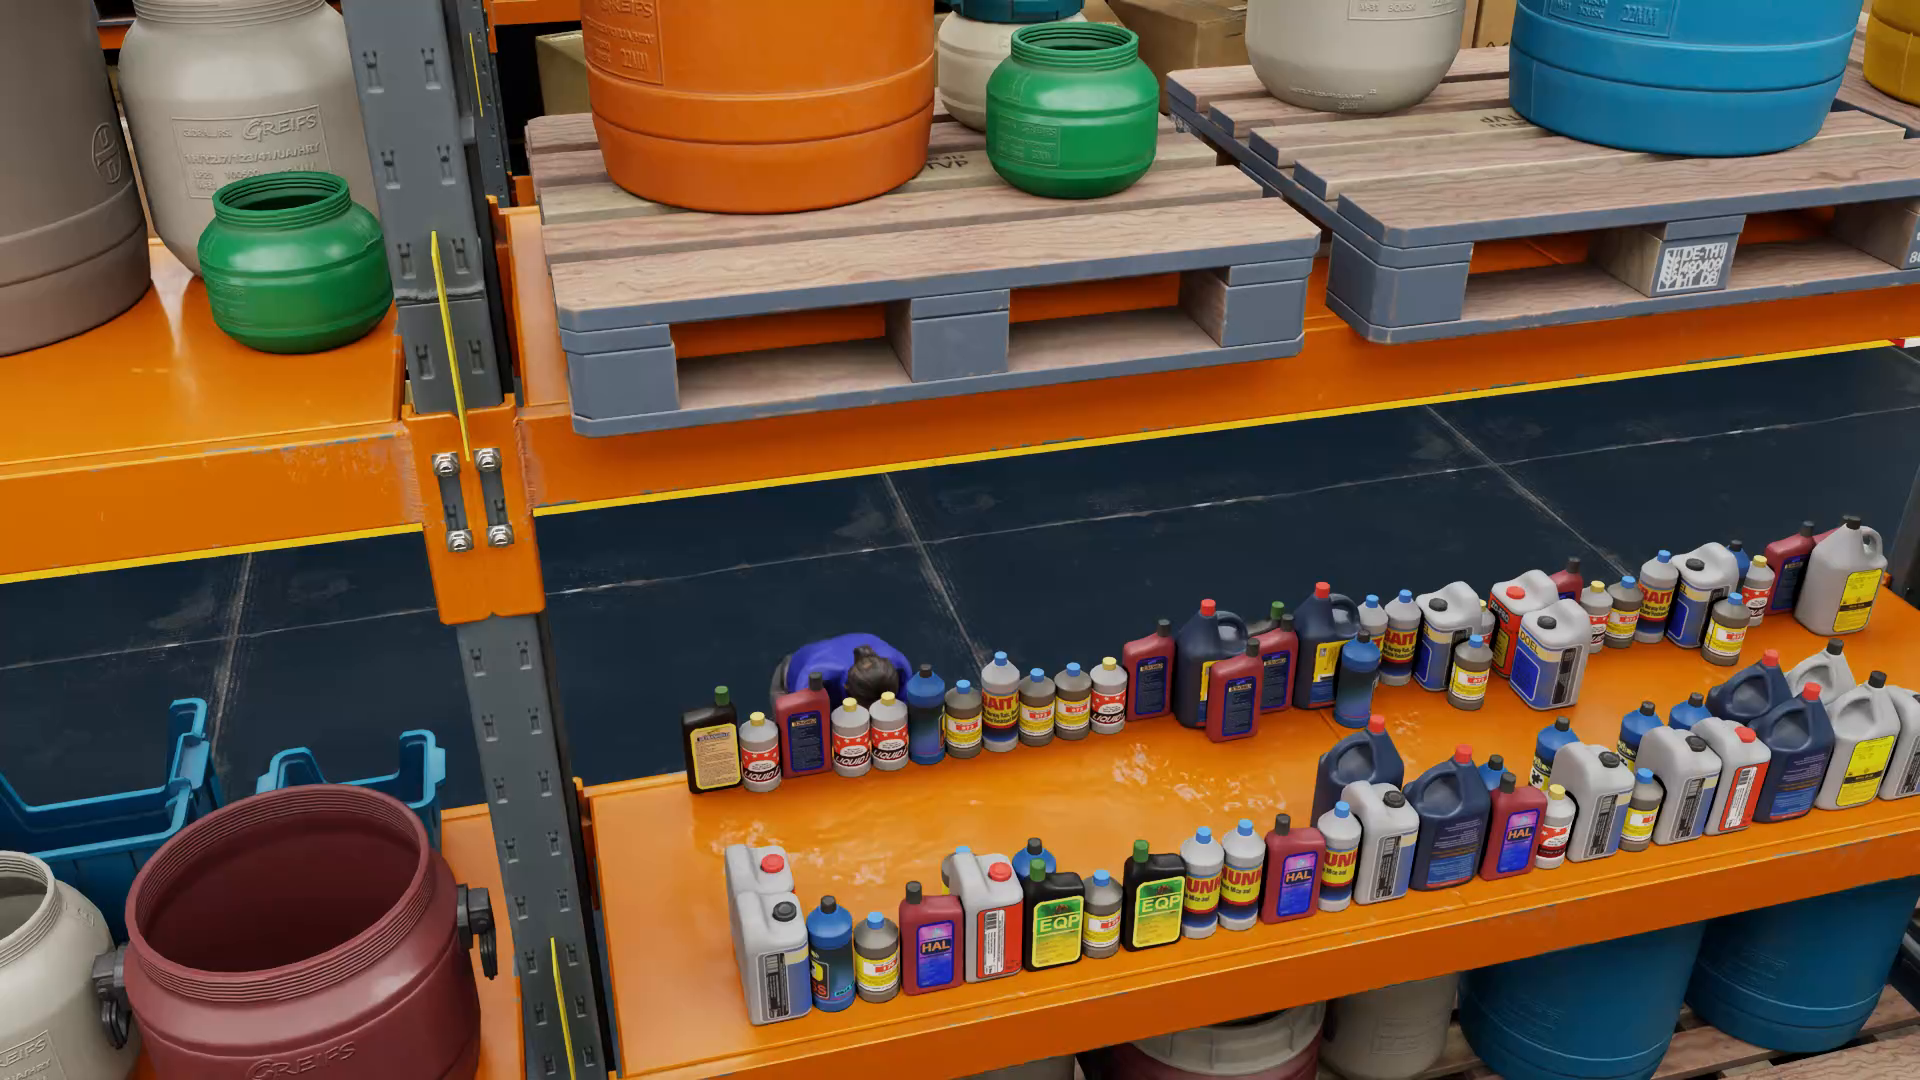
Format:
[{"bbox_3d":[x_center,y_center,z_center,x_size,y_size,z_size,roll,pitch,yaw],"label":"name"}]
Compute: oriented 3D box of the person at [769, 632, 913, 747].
[{"bbox_3d":[-0.394,0.668,5.708,0.453,0.953,0.820,-9,32,-14],"label":"person"}]
